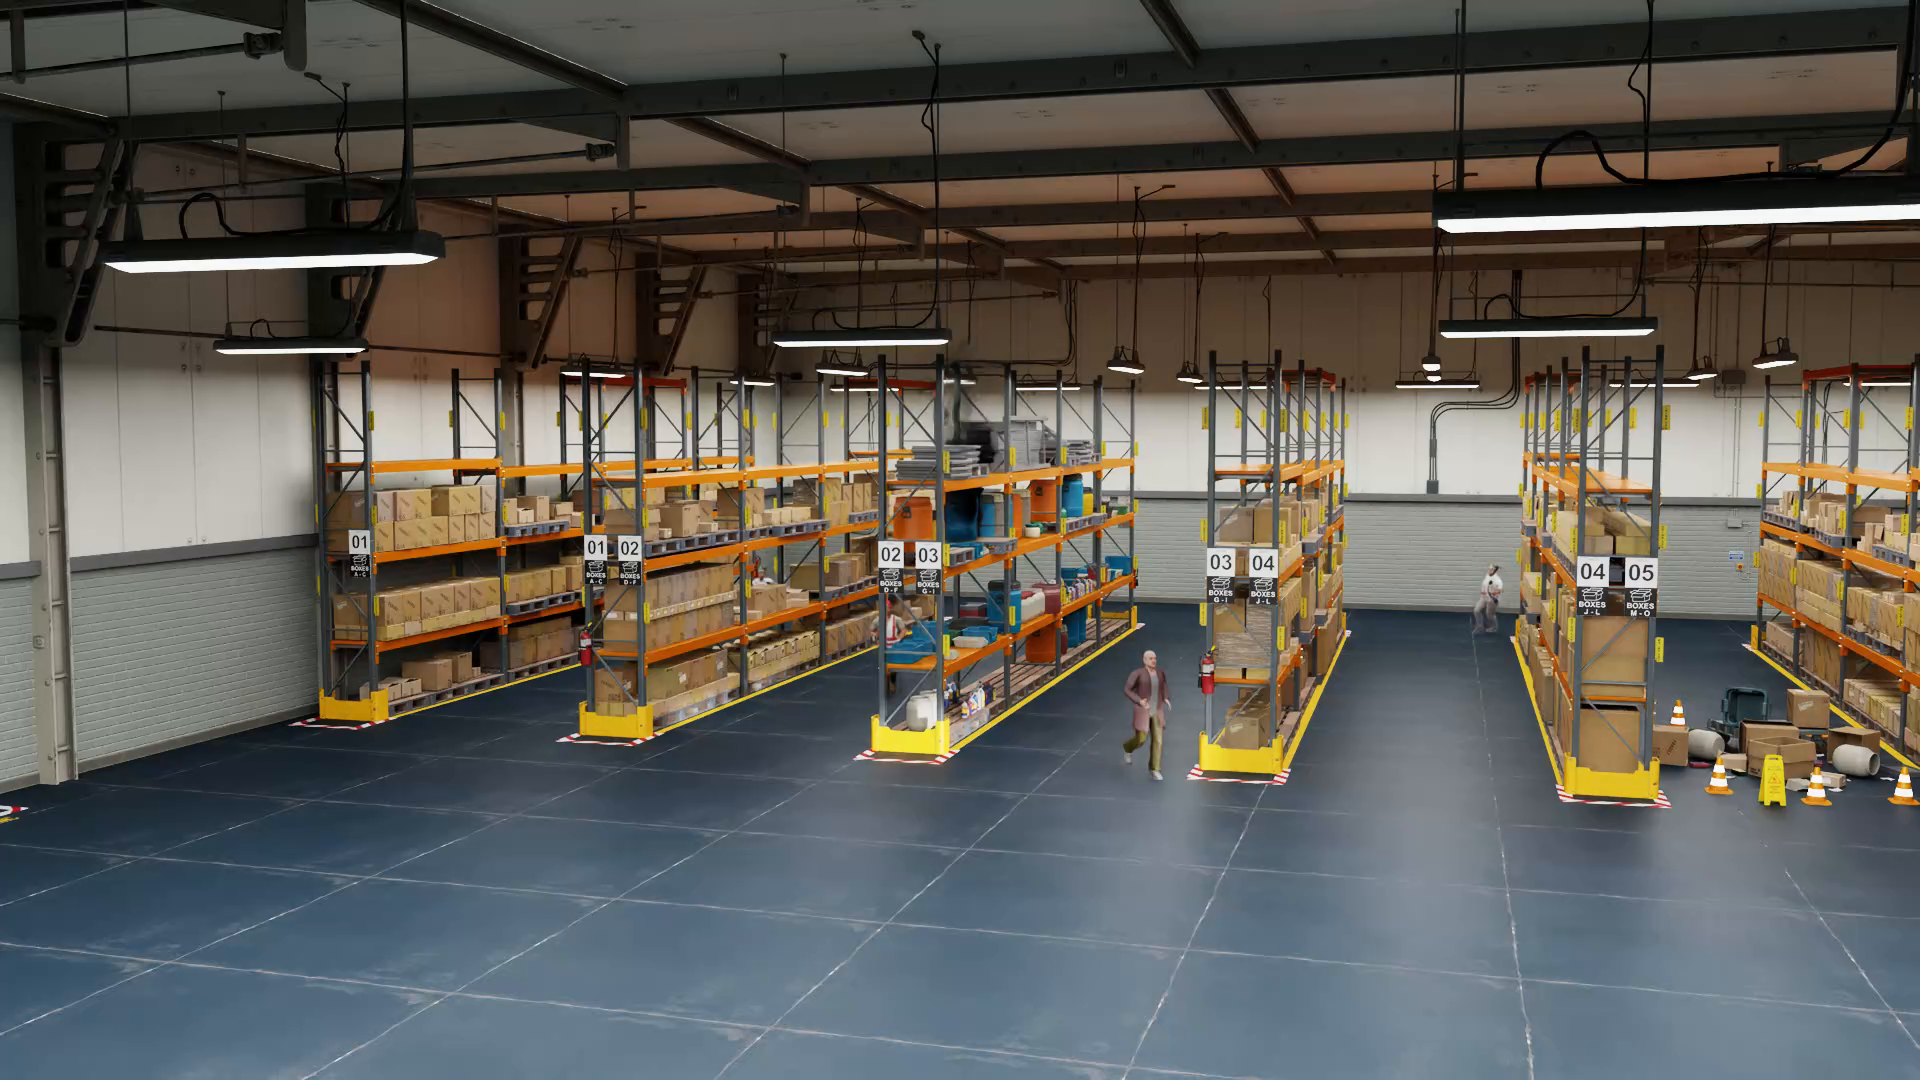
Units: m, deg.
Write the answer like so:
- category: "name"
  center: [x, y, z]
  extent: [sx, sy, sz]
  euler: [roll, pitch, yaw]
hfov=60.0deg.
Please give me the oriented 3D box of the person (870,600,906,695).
- category: "person"
  center: [-1.330, 1.965, 30.194]
  extent: [0.643, 1.740, 0.582]
  euler: [0, 4, 6]

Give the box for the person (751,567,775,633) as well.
- category: "person"
  center: [-4.489, 1.449, 37.895]
  extent: [0.562, 1.715, 0.857]
  euler: [1, 4, 15]

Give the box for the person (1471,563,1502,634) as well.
- category: "person"
  center: [12.440, 1.391, 38.908]
  extent: [0.677, 1.737, 0.837]
  euler: [-1, 4, -17]

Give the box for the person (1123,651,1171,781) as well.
- category: "person"
  center: [2.666, 2.442, 23.498]
  extent: [0.741, 1.771, 1.021]
  euler: [-2, 4, -21]
